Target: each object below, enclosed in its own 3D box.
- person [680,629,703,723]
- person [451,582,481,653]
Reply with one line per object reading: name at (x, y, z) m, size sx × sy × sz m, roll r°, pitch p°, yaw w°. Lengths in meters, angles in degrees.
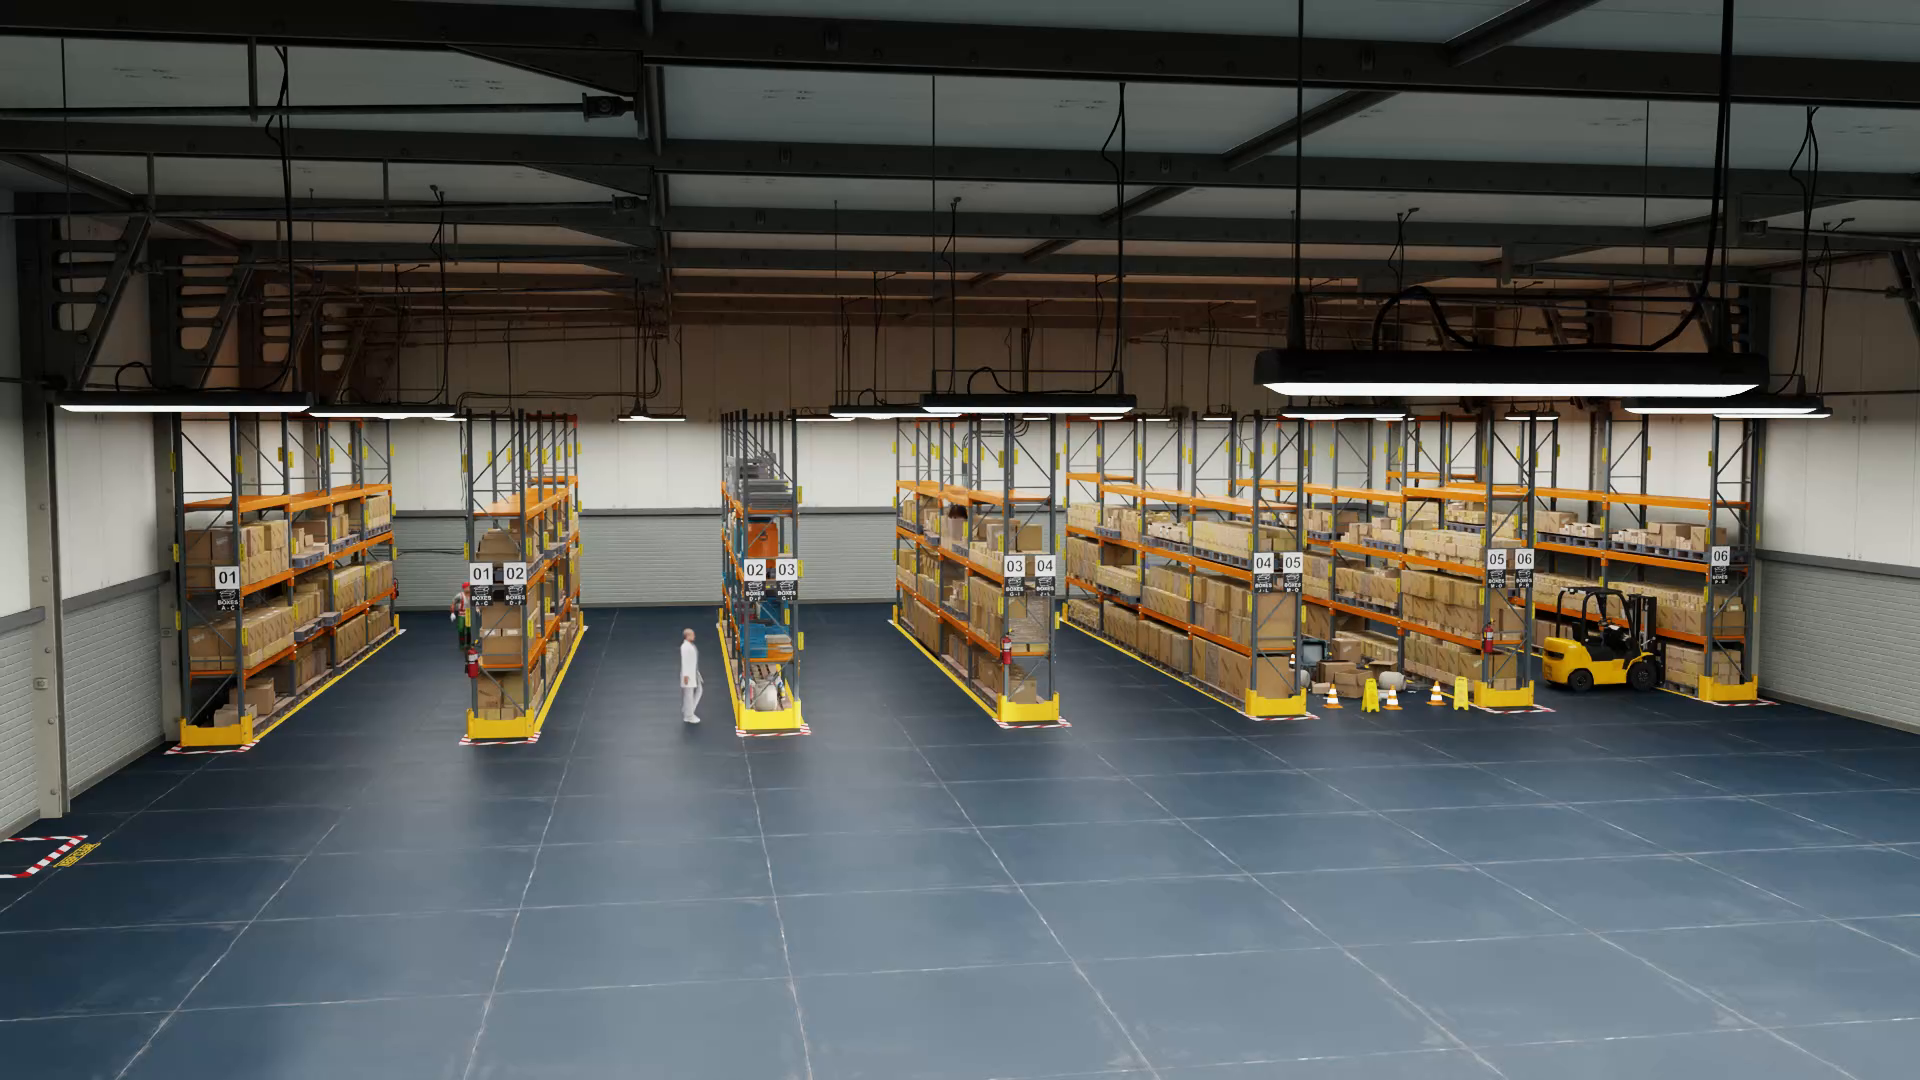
person at (-5.202, 2.618, 32.062) m, size 0.482 × 1.813 × 0.680 m, roll 1°, pitch 4°, yaw 8°
person at (-12.443, 1.962, 41.936) m, size 0.765 × 1.812 × 0.877 m, roll -1°, pitch 4°, yaw -9°
